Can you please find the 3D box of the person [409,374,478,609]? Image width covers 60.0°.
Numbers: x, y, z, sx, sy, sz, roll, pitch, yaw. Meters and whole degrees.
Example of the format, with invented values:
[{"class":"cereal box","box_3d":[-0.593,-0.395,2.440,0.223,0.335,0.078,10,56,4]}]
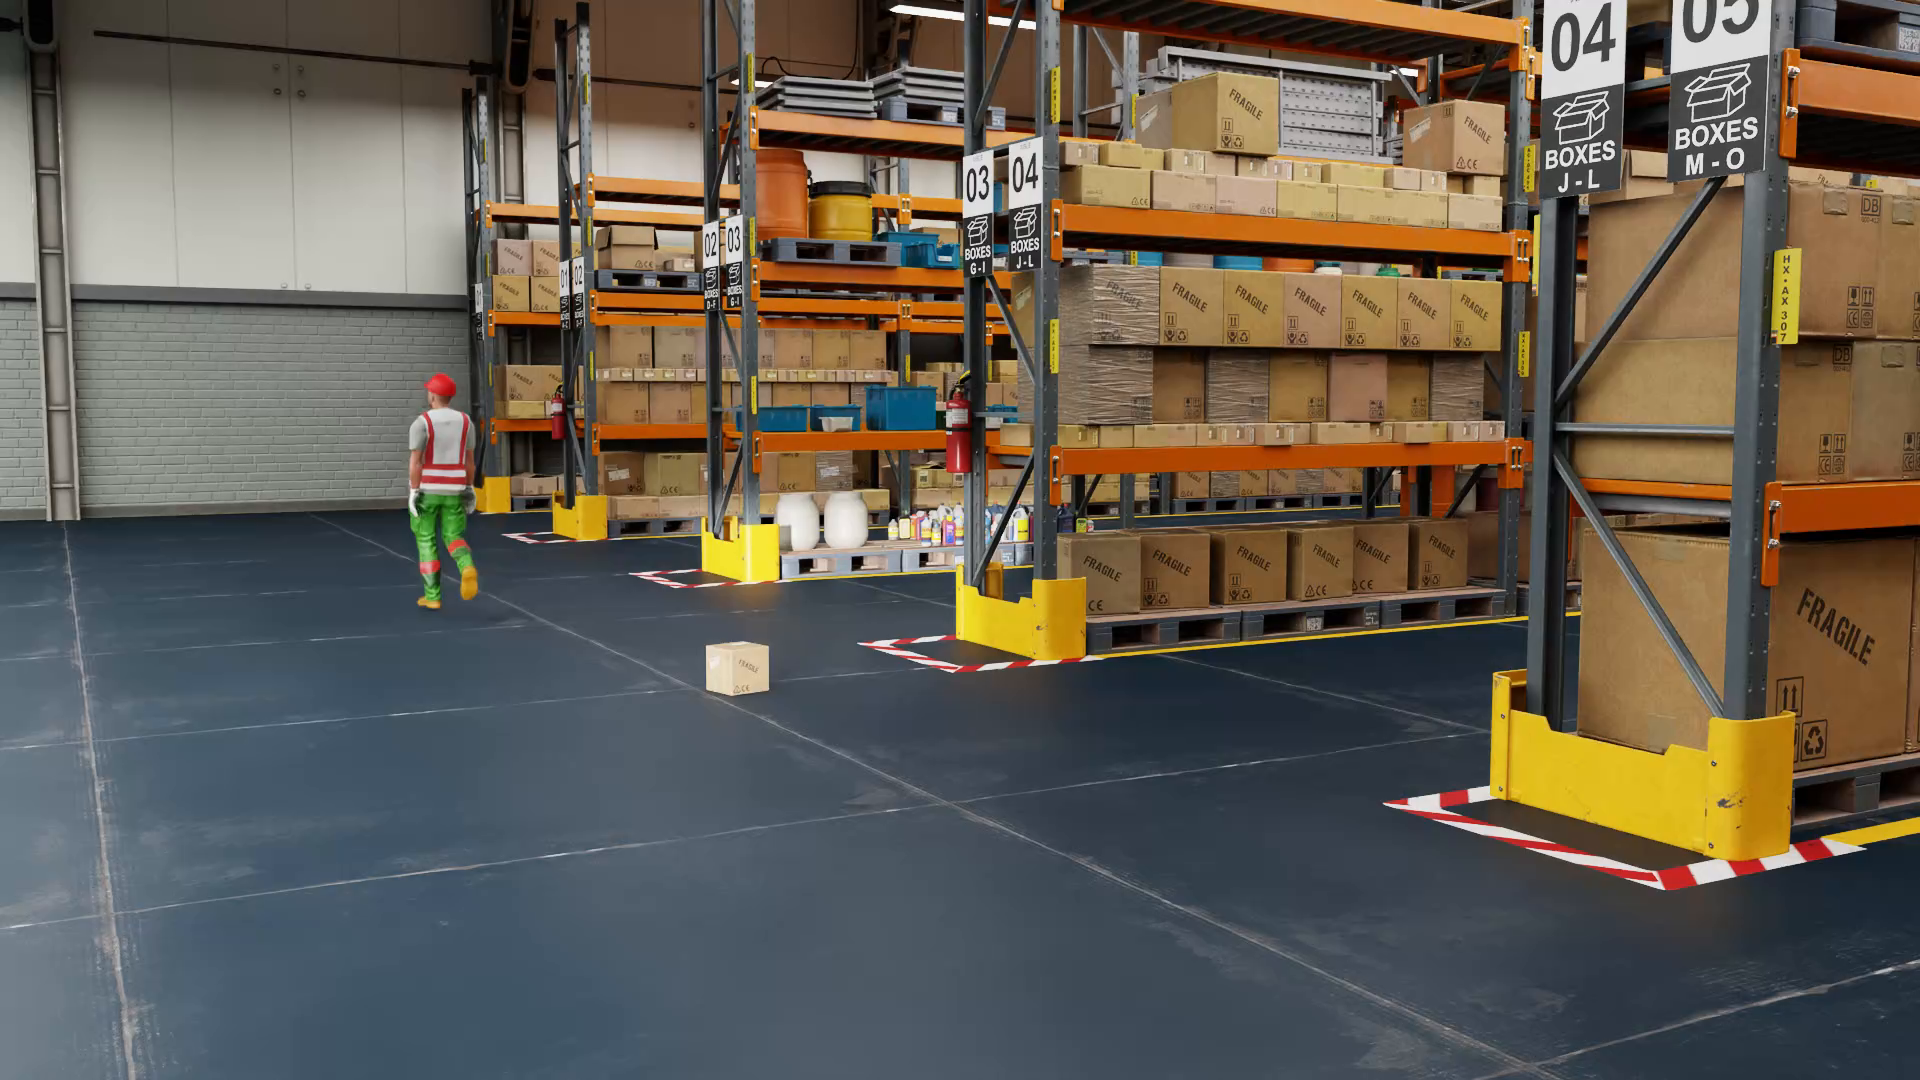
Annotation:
[{"class":"person","box_3d":[-3.905,-0.367,12.572,0.550,1.774,0.632,-4,6,-39]}]
